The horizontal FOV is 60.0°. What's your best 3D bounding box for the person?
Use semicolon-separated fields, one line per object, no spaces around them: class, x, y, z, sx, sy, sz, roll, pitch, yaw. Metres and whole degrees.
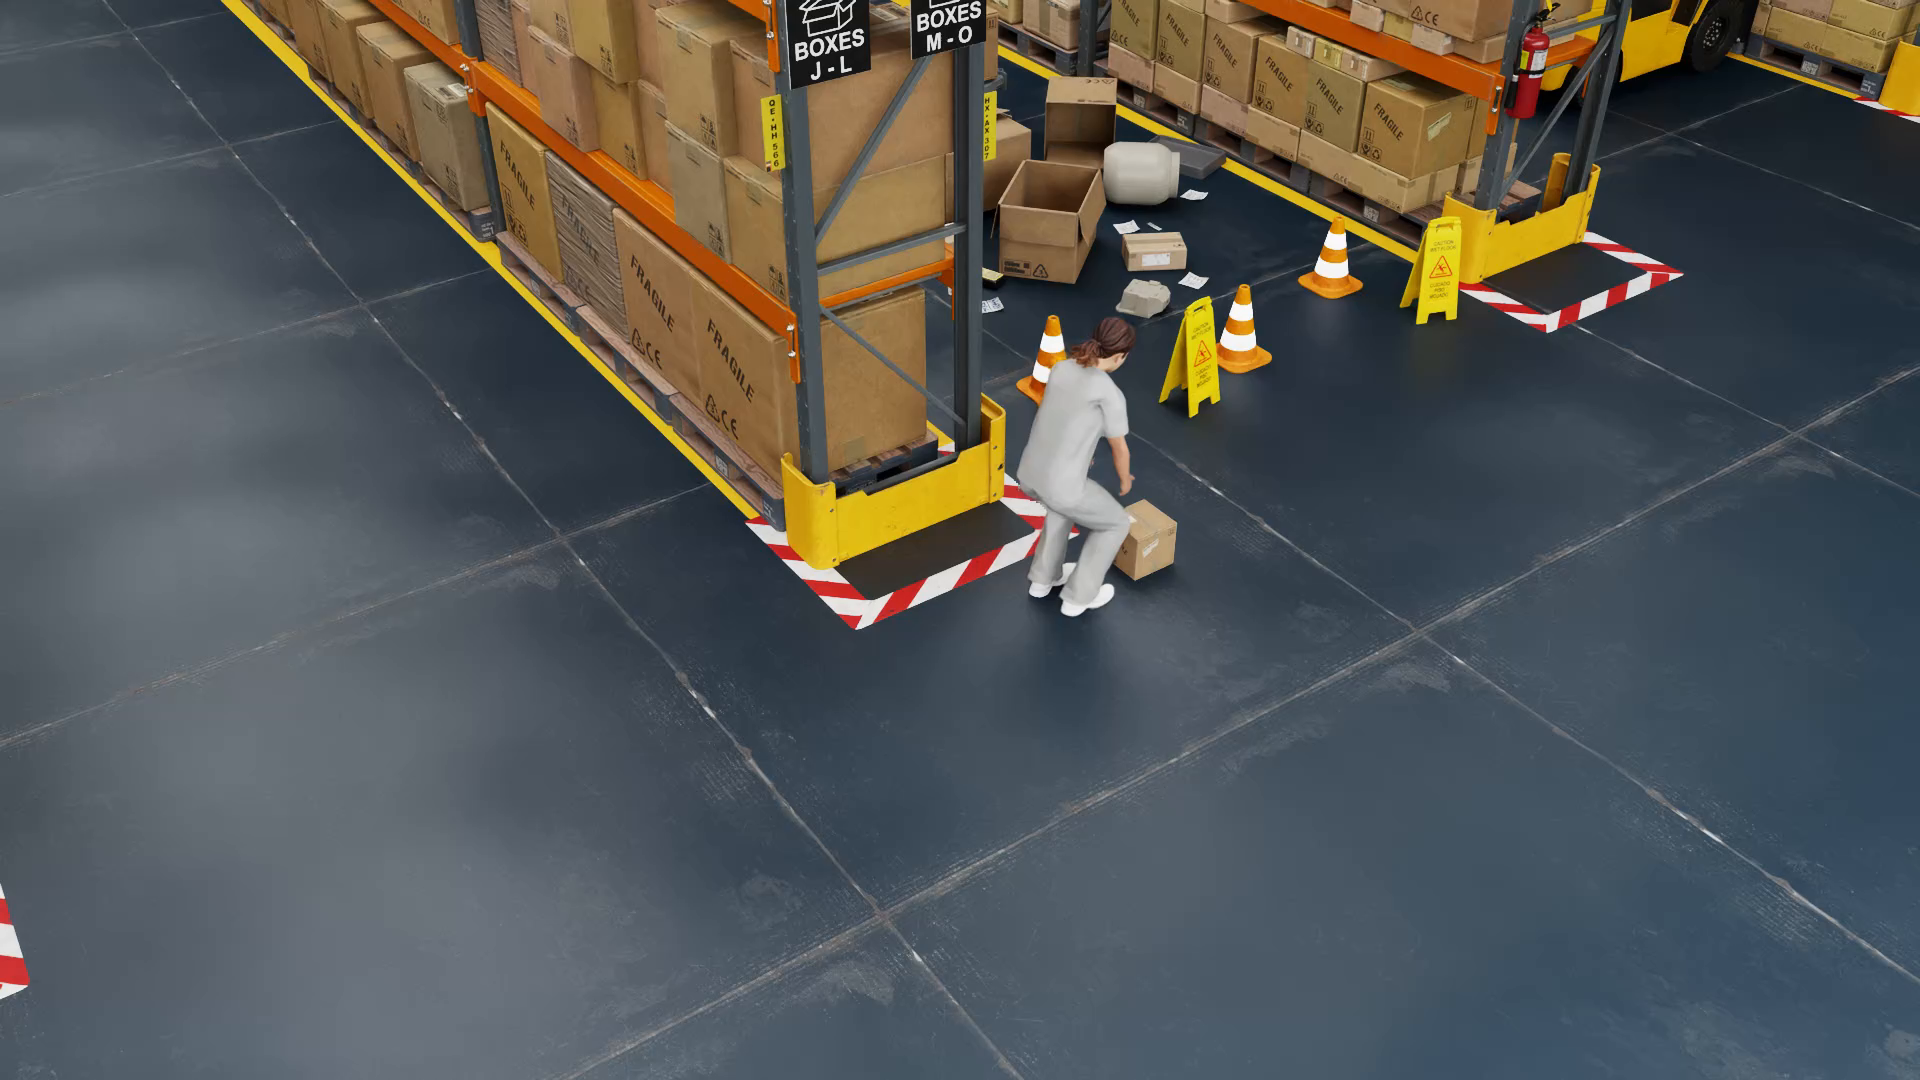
person;0.533;-0.332;7.673;0.615;1.417;0.490;-26;44;-31
